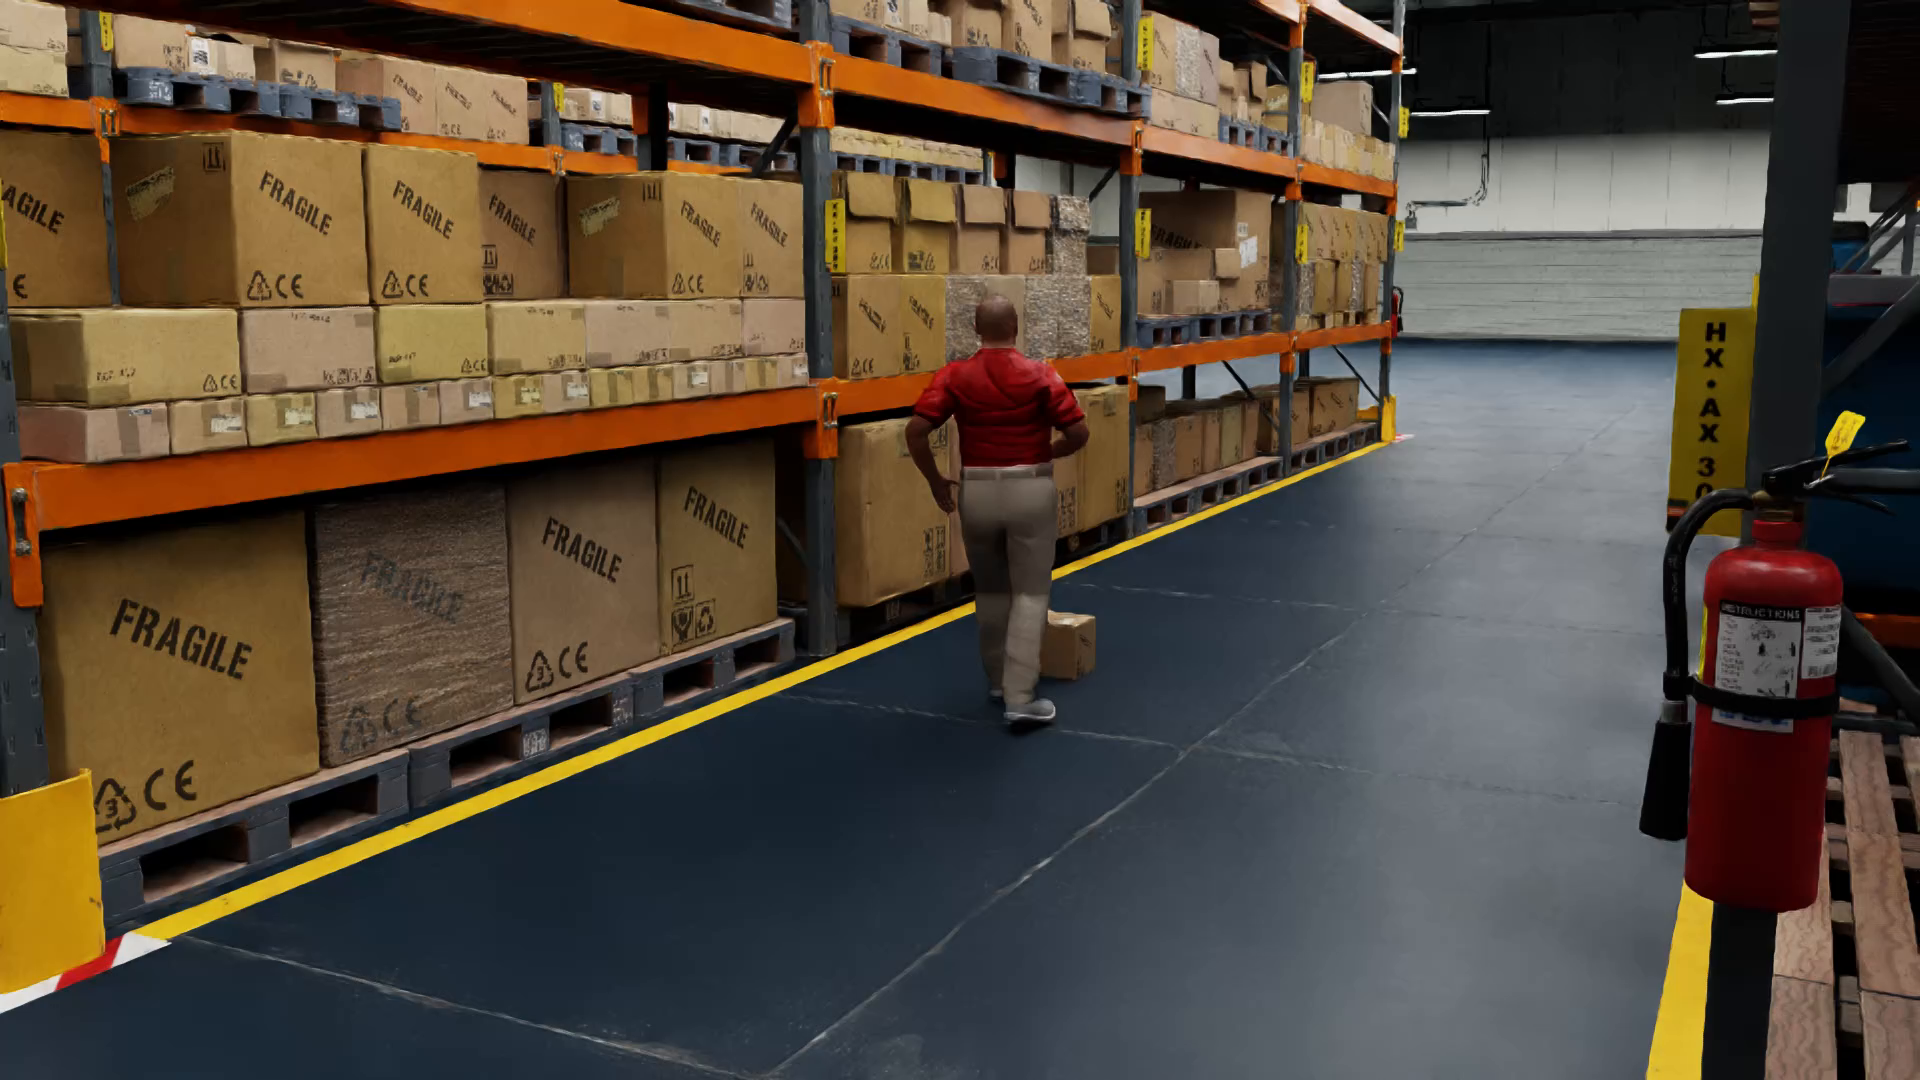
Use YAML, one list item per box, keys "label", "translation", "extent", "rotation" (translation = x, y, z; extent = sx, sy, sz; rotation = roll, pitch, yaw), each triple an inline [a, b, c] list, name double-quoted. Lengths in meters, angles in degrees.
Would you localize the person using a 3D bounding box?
- label: "person"
  translation: [0.207, -0.139, 6.802]
  extent: [0.710, 1.726, 0.750]
  rotation: [2, 9, 15]
